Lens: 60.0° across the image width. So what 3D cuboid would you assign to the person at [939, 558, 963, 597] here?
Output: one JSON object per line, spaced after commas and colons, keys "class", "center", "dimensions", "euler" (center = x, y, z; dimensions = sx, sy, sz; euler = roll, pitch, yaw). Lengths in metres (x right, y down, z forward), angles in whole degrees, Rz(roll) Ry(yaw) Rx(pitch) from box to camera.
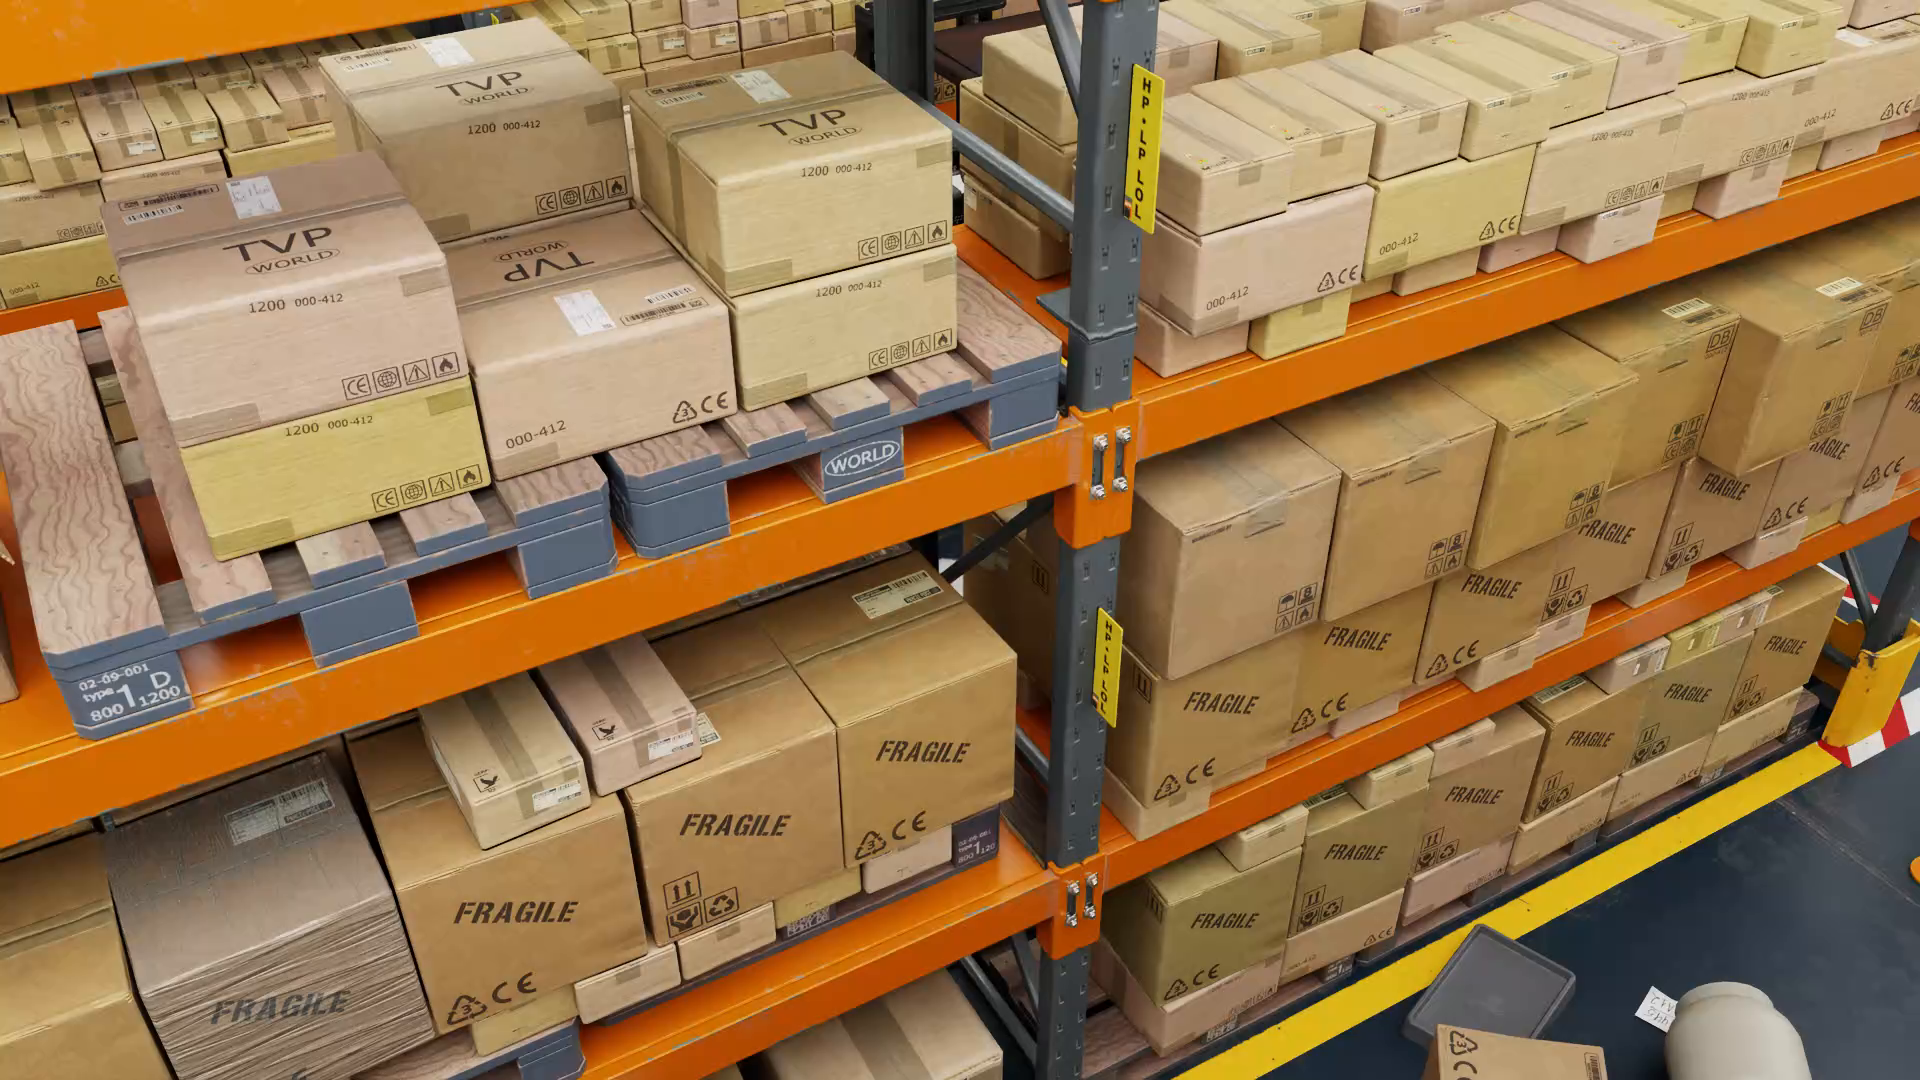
{"class": "person", "center": [0.058, 0.418, 6.934], "dimensions": [0.469, 0.811, 0.849], "euler": [-29, 46, -33]}
